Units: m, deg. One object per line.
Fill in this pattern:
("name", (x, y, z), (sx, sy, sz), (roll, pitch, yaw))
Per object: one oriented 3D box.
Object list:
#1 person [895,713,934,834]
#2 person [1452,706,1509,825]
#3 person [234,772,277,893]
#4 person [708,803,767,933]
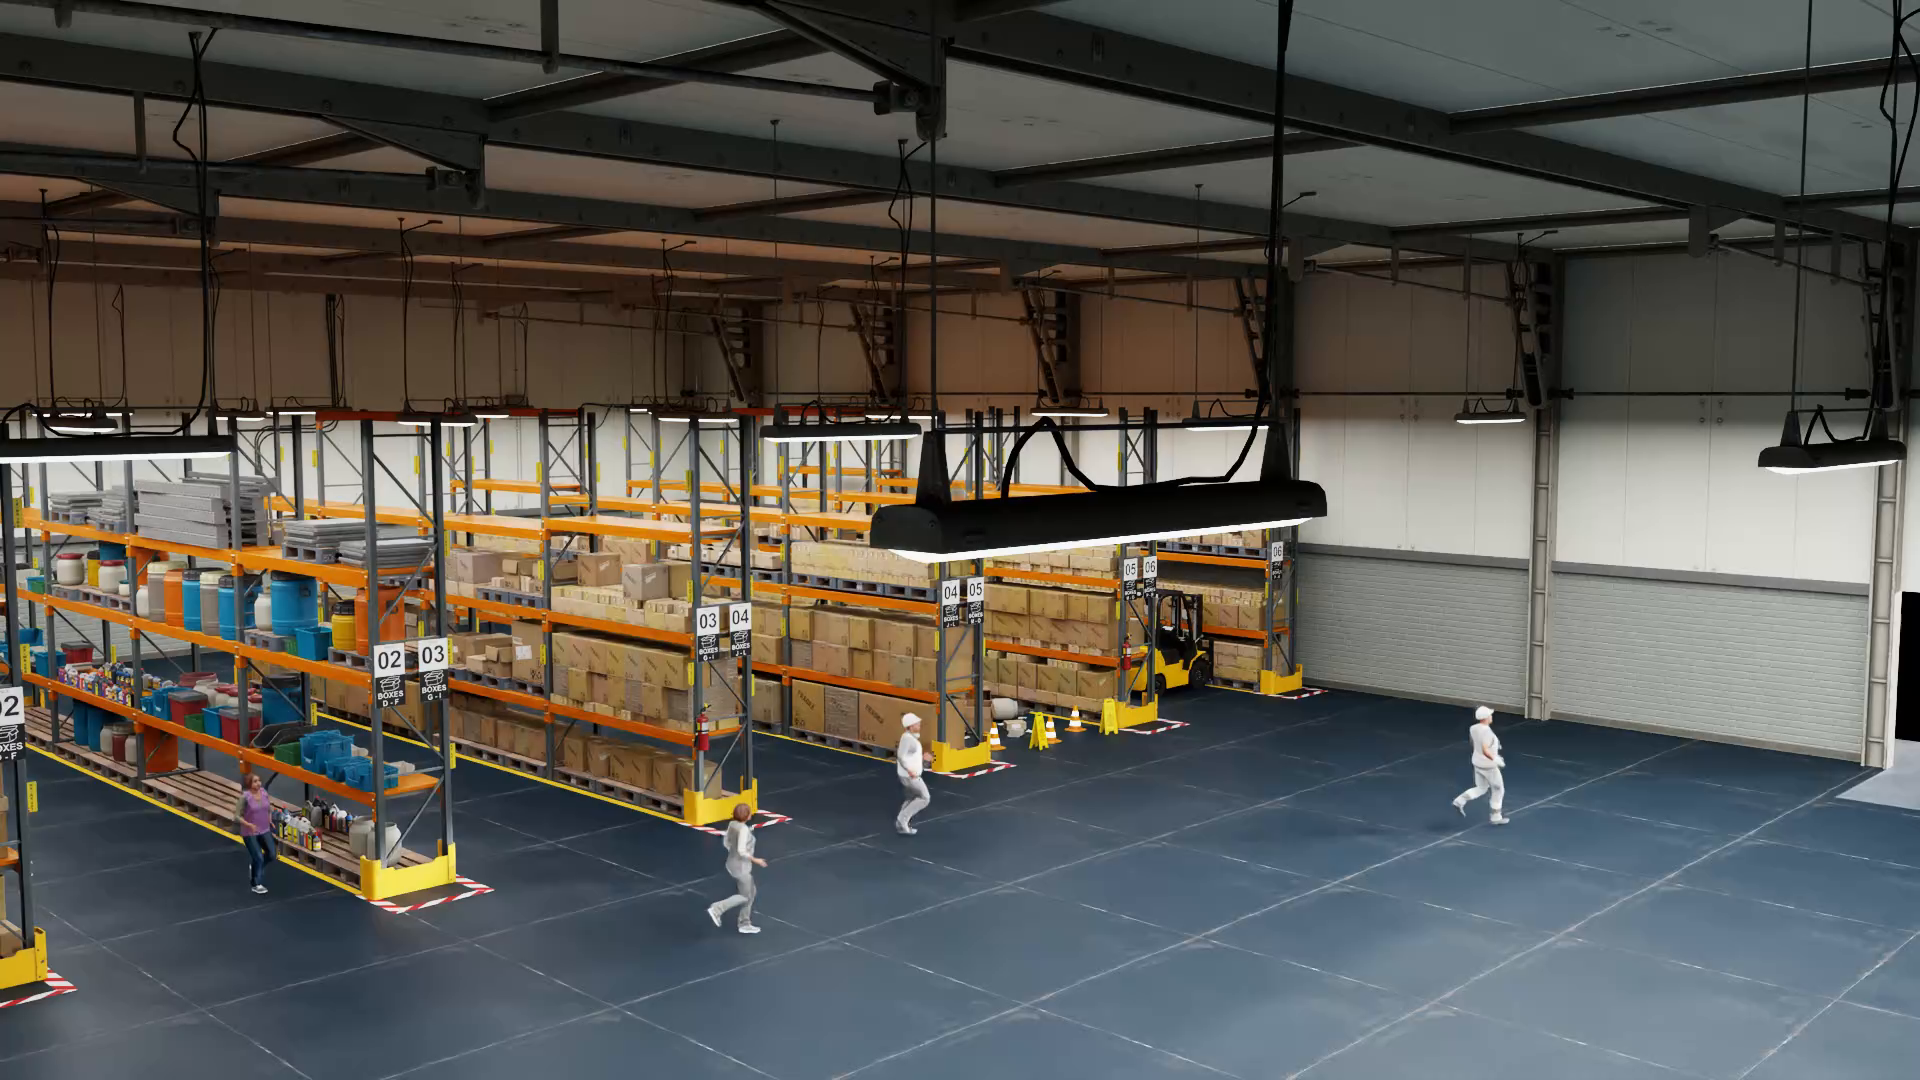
("person", (-0.646, 3.347, 23.875), (0.581, 1.740, 0.645), (-1, 5, -9))
("person", (7.649, 3.302, 24.306), (0.868, 1.760, 0.669), (-1, 5, -12))
("person", (-8.877, 3.702, 20.989), (0.524, 1.540, 0.512), (4, 6, 37))
("person", (-2.626, 3.846, 19.397), (0.655, 1.565, 0.524), (-2, 6, -26))
